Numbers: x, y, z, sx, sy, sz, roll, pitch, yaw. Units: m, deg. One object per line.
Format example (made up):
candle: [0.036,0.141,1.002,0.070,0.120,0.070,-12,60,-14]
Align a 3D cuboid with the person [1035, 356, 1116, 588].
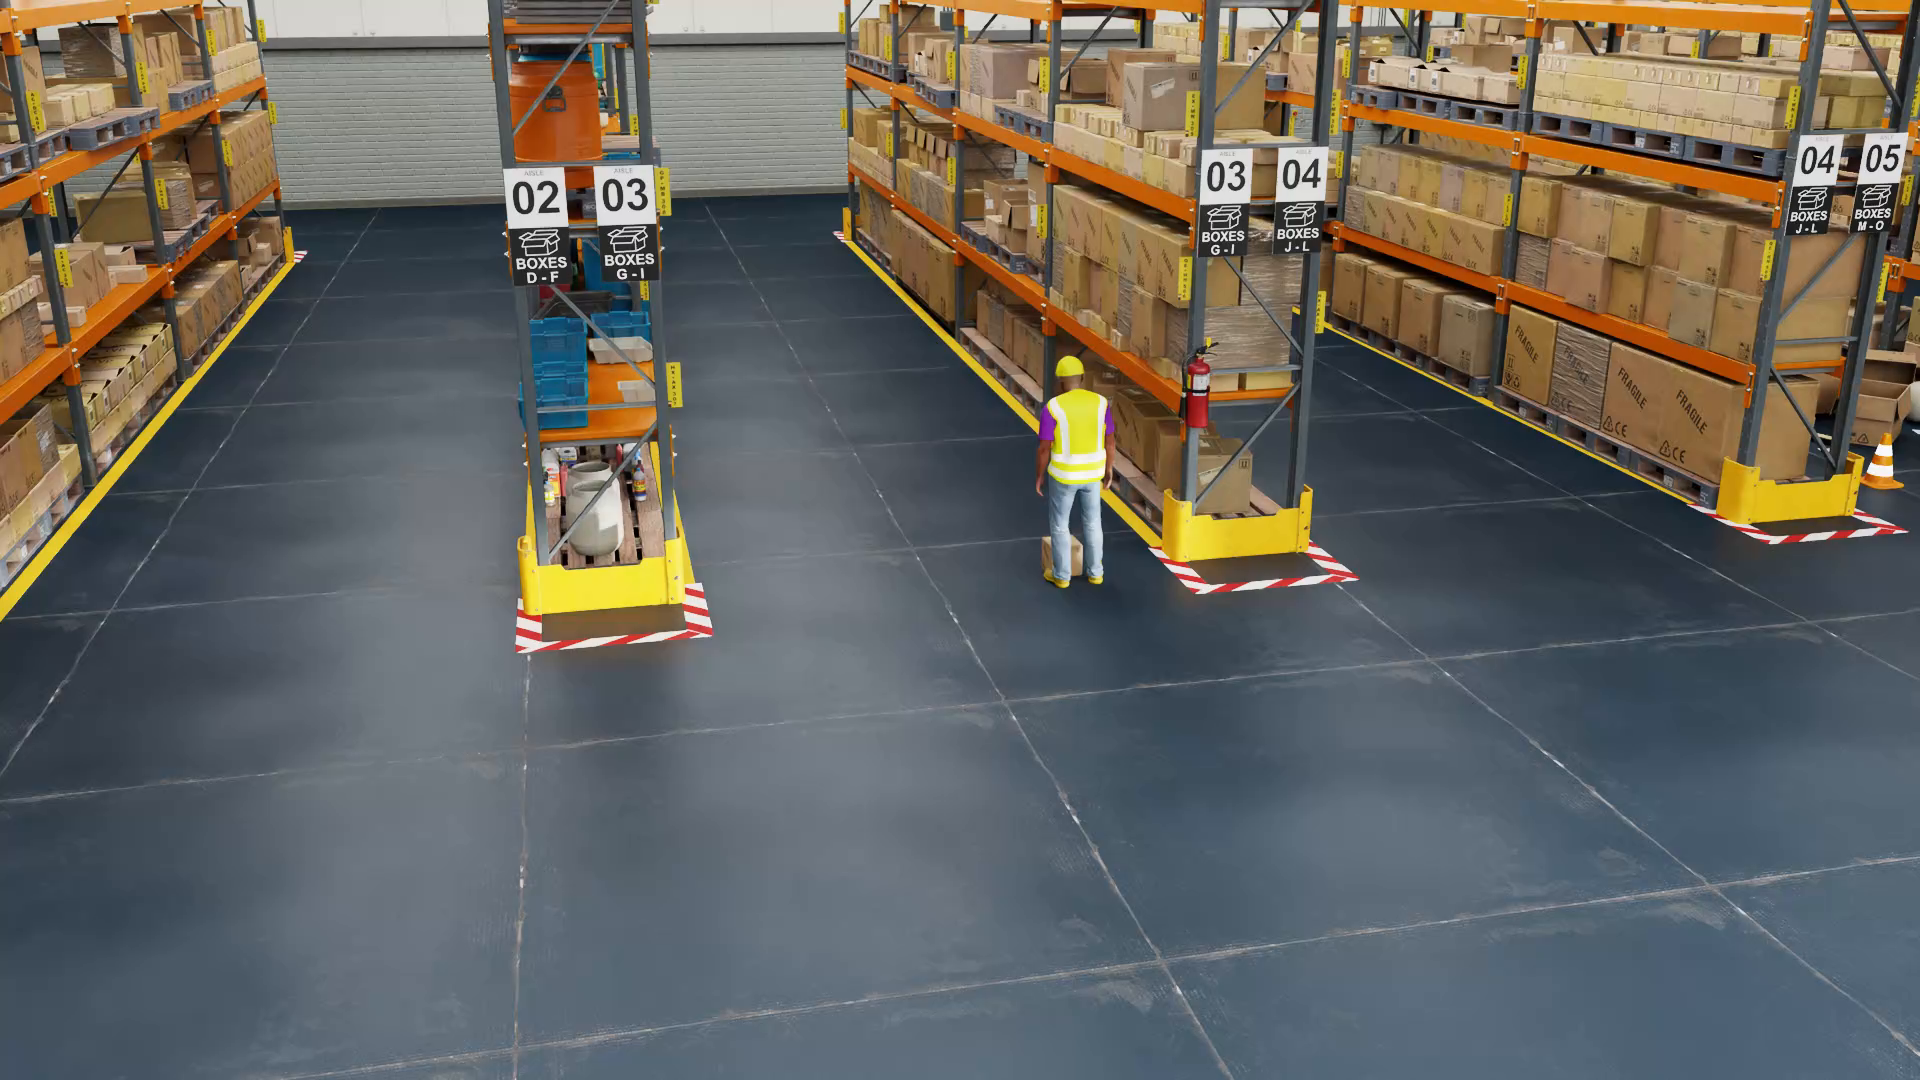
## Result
person: [0.856,-0.511,12.490,0.626,1.759,0.463,-5,20,-15]
